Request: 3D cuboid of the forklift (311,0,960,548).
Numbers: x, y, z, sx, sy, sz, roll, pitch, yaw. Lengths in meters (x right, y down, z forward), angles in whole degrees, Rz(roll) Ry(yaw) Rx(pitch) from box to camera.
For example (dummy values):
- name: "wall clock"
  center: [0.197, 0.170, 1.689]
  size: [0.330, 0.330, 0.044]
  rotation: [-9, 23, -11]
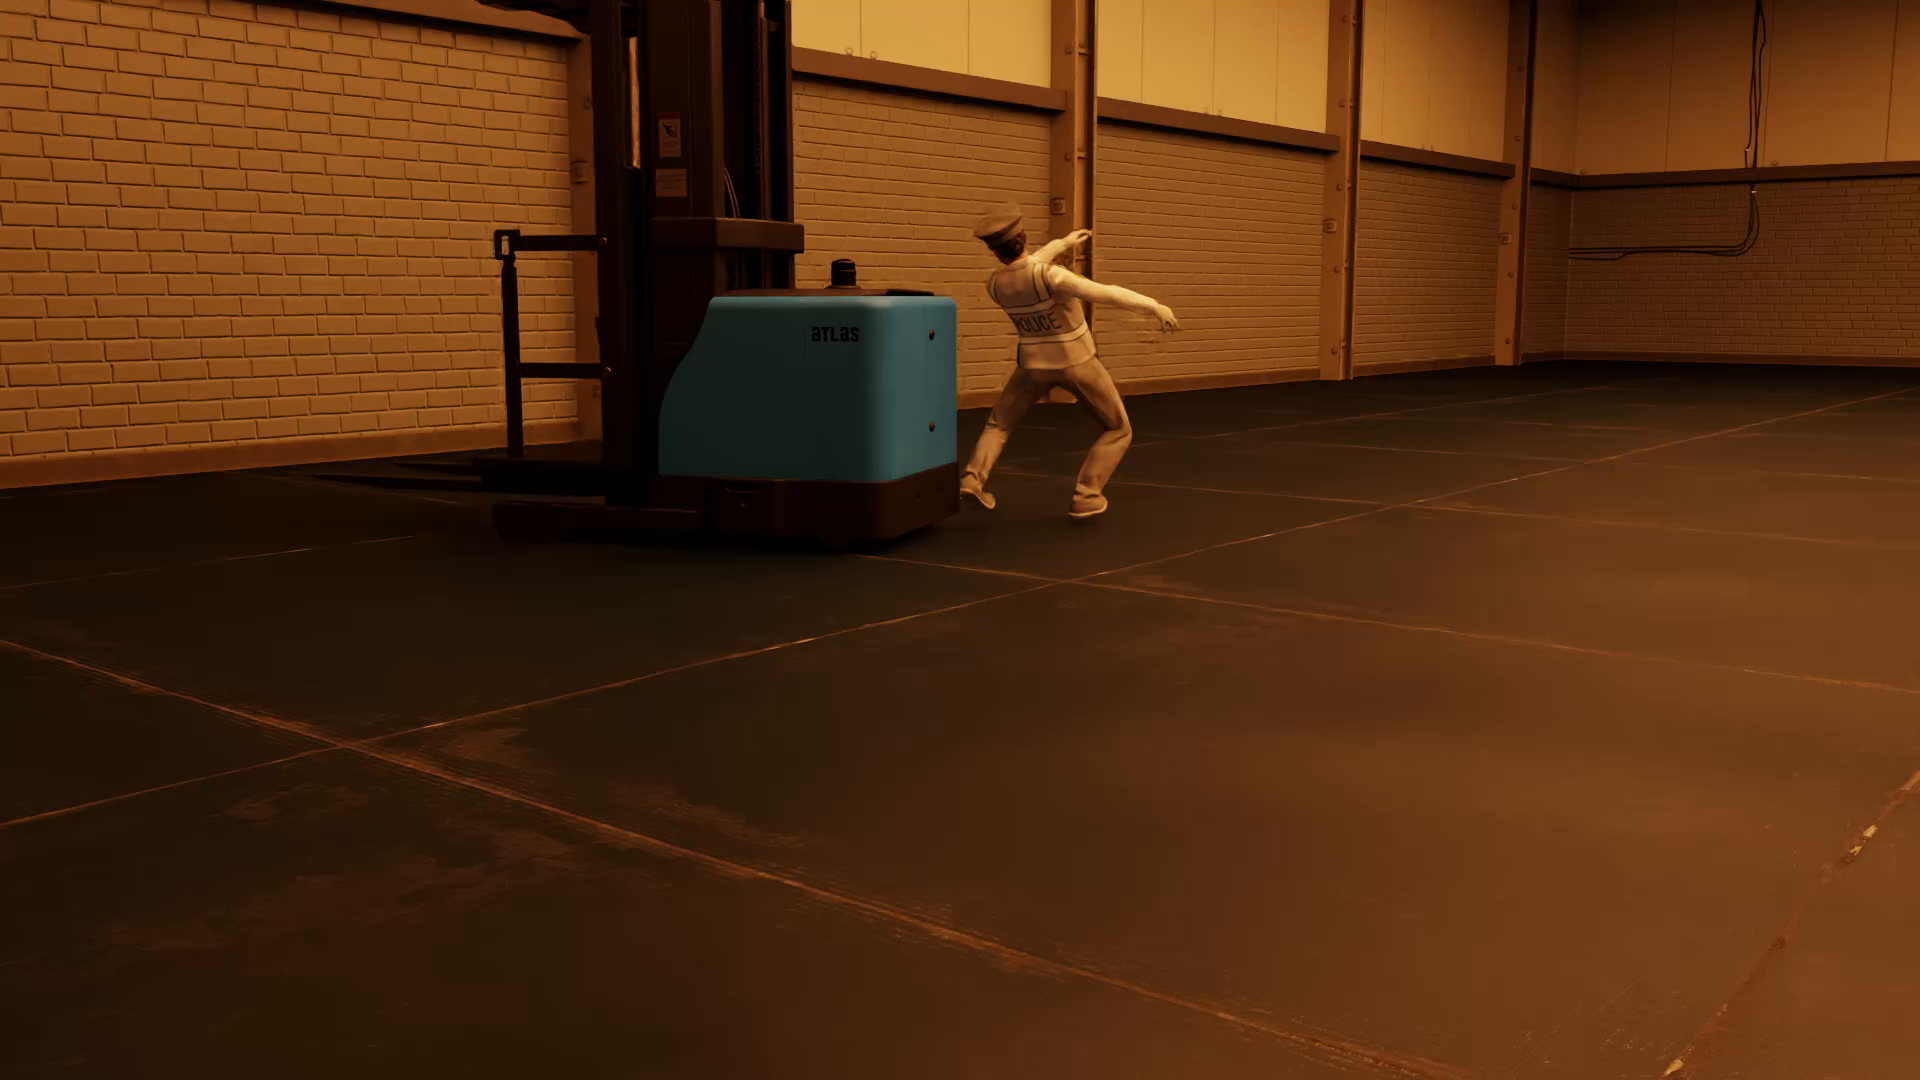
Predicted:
- name: "forklift"
  center: [-1.576, -1.516, 7.645]
  size: [3.031, 2.935, 1.130]
  rotation: [3, 9, 18]

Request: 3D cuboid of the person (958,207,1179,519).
- name: "person"
  center: [0.539, -0.827, 7.849]
  size: [0.951, 1.444, 0.740]
  rotation: [3, 9, 21]
